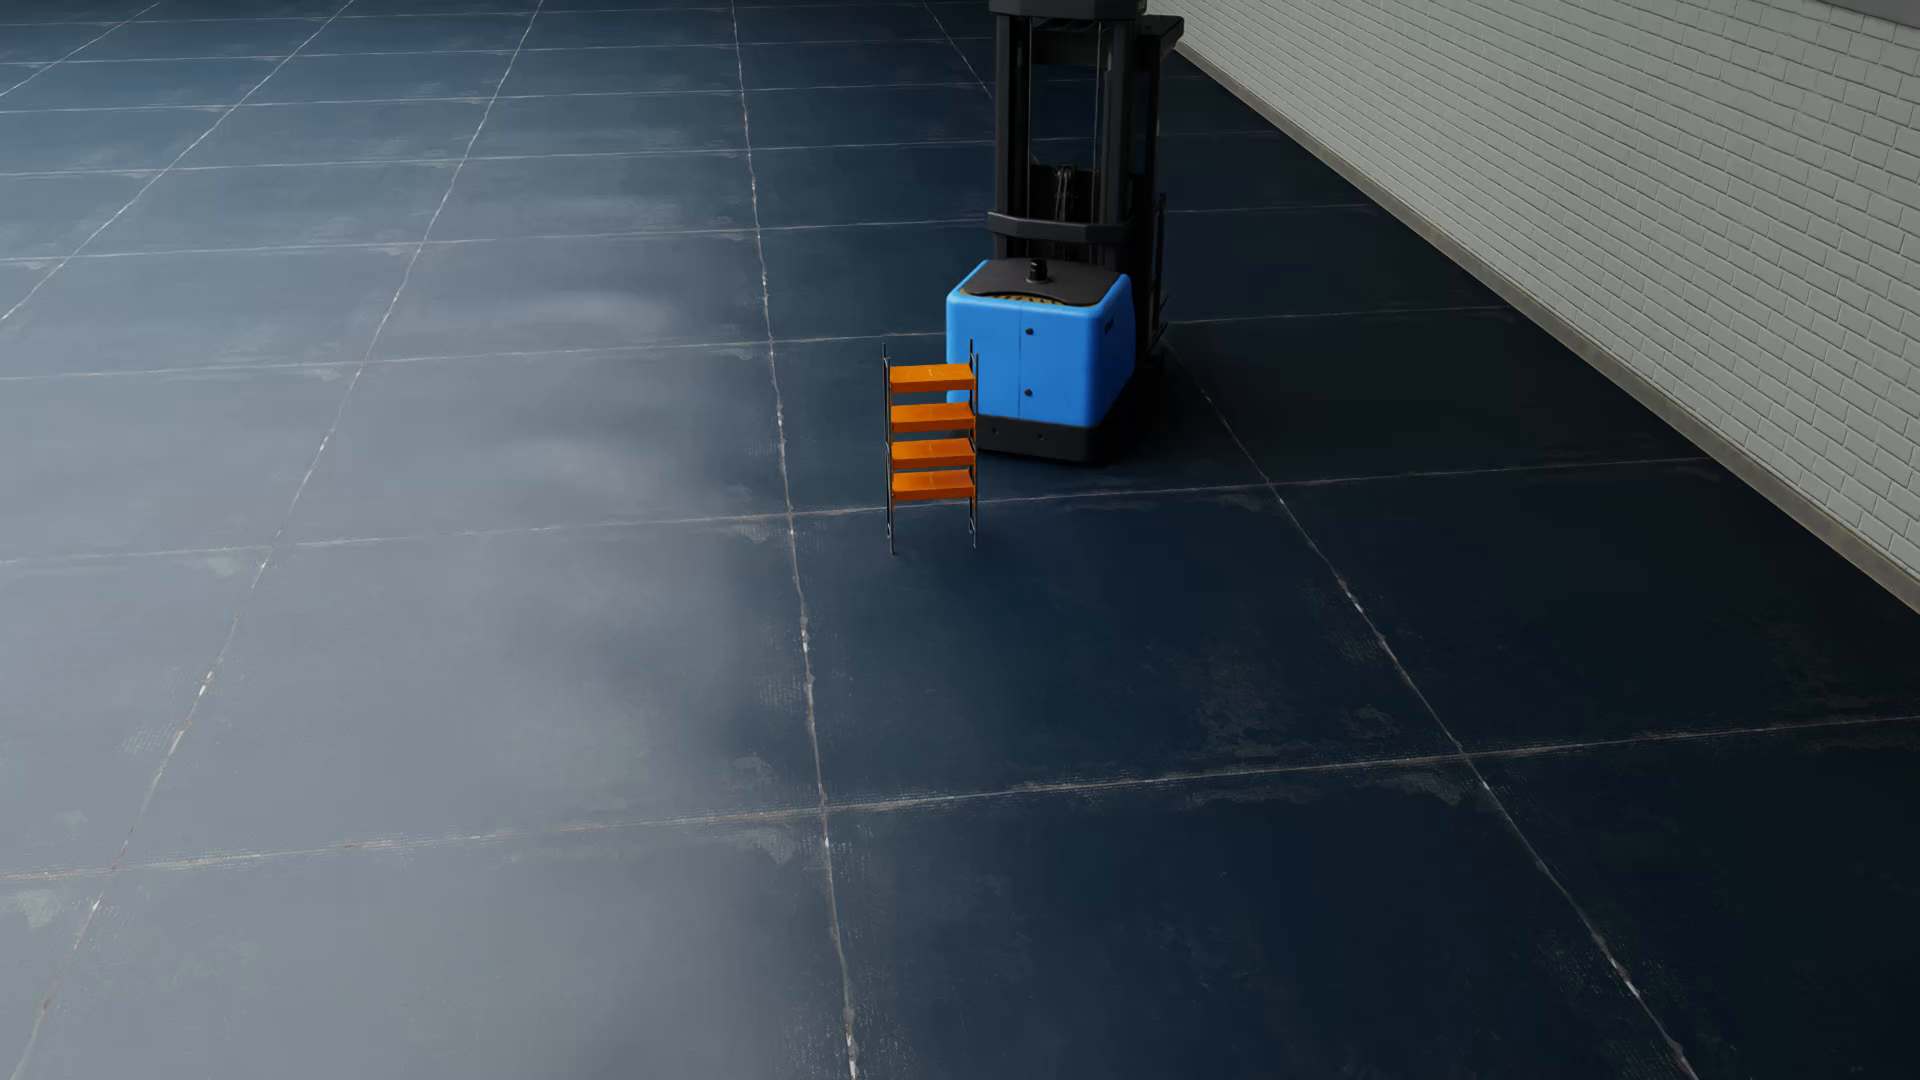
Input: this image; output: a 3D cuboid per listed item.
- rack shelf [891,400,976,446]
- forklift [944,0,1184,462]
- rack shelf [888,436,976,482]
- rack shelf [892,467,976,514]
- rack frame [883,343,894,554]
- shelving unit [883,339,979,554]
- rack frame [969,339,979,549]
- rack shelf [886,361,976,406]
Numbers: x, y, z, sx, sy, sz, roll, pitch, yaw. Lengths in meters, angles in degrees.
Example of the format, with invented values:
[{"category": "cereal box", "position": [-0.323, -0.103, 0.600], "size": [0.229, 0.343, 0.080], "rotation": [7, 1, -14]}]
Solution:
[{"category": "rack shelf", "position": [-0.164, -0.662, 9.384], "size": [0.480, 0.148, 0.258], "rotation": [-4, 27, -7]}, {"category": "forklift", "position": [0.844, -2.449, 11.313], "size": [1.130, 2.935, 3.031], "rotation": [9, 28, 16]}, {"category": "rack shelf", "position": [-0.164, -0.463, 9.486], "size": [0.480, 0.148, 0.258], "rotation": [-4, 27, -7]}, {"category": "rack shelf", "position": [-0.164, -0.287, 9.577], "size": [0.480, 0.148, 0.258], "rotation": [-4, 27, -7]}, {"category": "rack frame", "position": [-0.406, -0.508, 9.425], "size": [0.015, 1.200, 0.240], "rotation": [-4, 27, -7]}, {"category": "shelving unit", "position": [-0.164, -0.523, 9.456], "size": [0.503, 1.200, 0.258], "rotation": [-4, 27, -7]}, {"category": "rack frame", "position": [0.078, -0.539, 9.486], "size": [0.015, 1.200, 0.240], "rotation": [-4, 27, -7]}, {"category": "rack shelf", "position": [-0.164, -0.873, 9.276], "size": [0.480, 0.148, 0.258], "rotation": [-4, 27, -7]}]
